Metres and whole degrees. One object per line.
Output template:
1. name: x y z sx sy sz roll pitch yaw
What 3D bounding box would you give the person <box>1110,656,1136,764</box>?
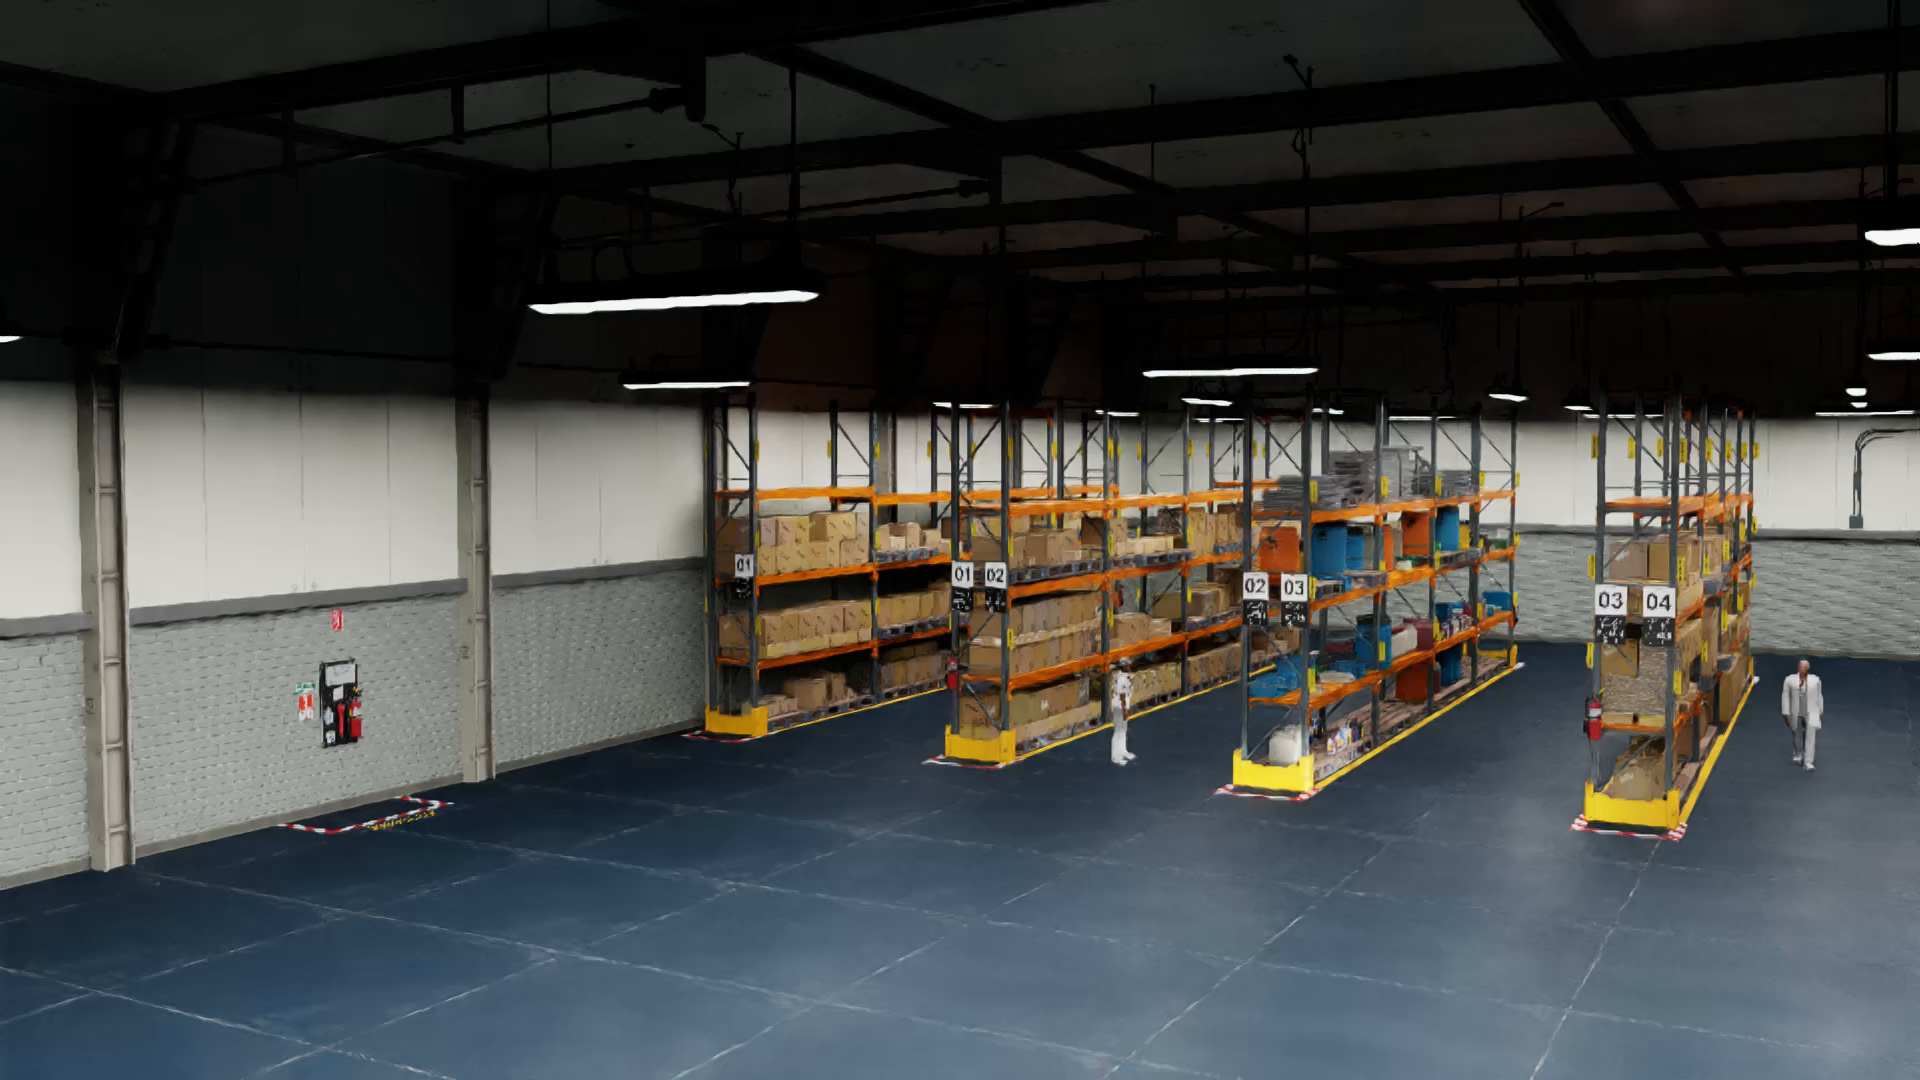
1. person: 2.630 2.708 26.678 0.438 1.684 0.553 0 3 0

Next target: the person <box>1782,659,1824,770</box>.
1. person: 13.256 2.719 26.173 0.598 1.698 1.193 2 4 31

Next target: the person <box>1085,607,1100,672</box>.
1. person: 2.714 2.226 34.748 0.578 1.774 0.499 -2 4 -30
